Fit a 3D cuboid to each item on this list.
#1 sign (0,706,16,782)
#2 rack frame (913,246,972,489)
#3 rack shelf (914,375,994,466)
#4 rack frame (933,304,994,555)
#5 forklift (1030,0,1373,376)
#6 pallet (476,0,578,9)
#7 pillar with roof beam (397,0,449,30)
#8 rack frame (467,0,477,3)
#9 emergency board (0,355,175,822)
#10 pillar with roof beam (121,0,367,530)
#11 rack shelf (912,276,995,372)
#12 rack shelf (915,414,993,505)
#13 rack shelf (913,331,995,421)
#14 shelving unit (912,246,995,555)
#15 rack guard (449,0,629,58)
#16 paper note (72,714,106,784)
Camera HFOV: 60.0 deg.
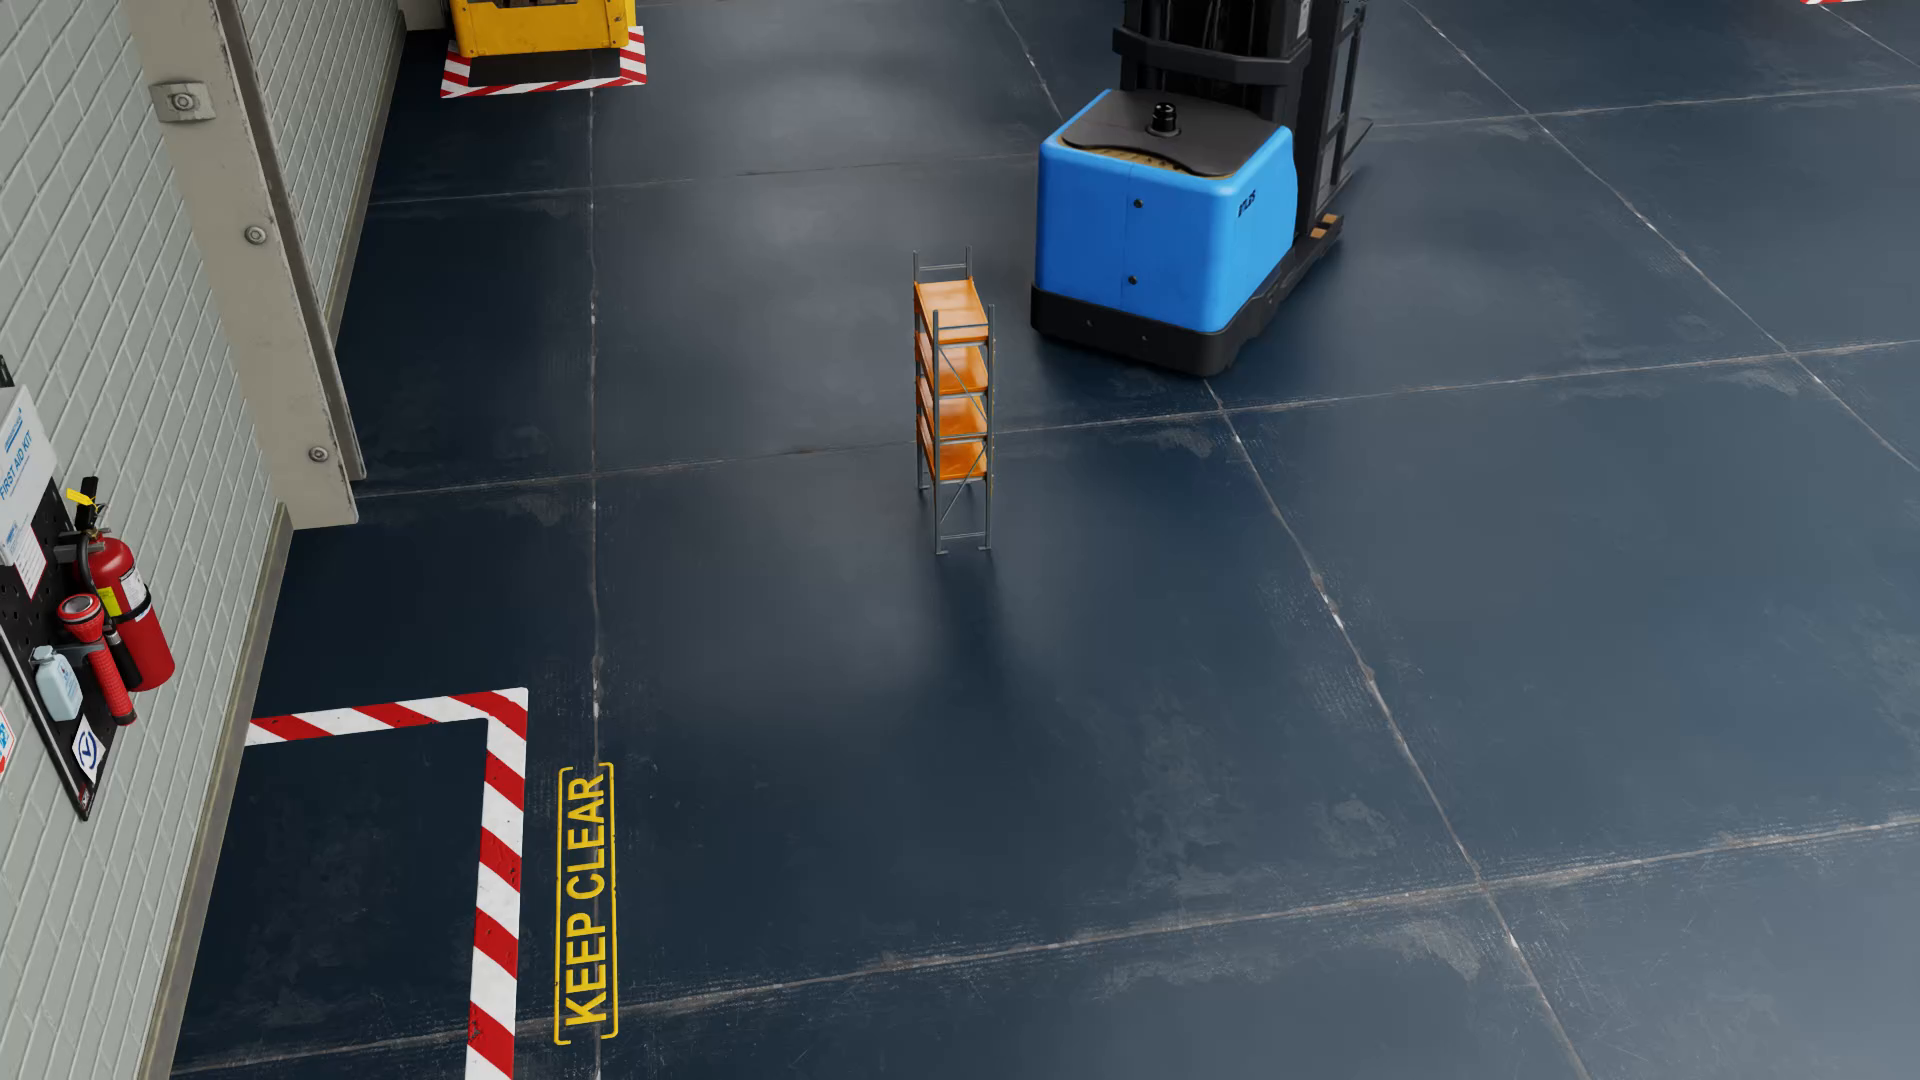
[{"bbox_3d":[-2.458,0.466,4.177,0.001,0.329,0.234,-6,38,-8],"label":"sign"},{"bbox_3d":[-0.072,-0.721,7.200,0.240,1.200,0.015,-6,38,-8],"label":"rack frame"},{"bbox_3d":[-0.029,-0.521,7.052,0.258,0.148,0.480,-6,38,-8],"label":"rack shelf"},{"bbox_3d":[0.014,-0.426,6.821,0.240,1.200,0.015,-6,38,-8],"label":"rack frame"},{"bbox_3d":[1.513,-2.851,8.530,1.130,2.935,3.031,19,42,22],"label":"forklift"},{"bbox_3d":[-3.047,-4.096,12.350,1.003,0.211,1.213,-6,38,-8],"label":"pallet"},{"bbox_3d":[0.338,-7.818,9.979,9.100,9.000,0.400,-6,38,-8],"label":"pillar with roof beam"},{"bbox_3d":[-2.926,-4.656,10.799,1.000,3.000,0.127,-6,38,-8],"label":"rack frame"},{"bbox_3d":[-2.453,0.135,4.632,0.194,1.169,0.643,-6,38,-8],"label":"emergency board"},{"bbox_3d":[1.390,-4.194,5.314,9.100,9.000,0.400,-6,38,-8],"label":"pillar with roof beam"},{"bbox_3d":[-0.029,-0.884,6.770,0.258,0.148,0.480,-6,38,-8],"label":"rack shelf"},{"bbox_3d":[-0.029,-0.364,7.174,0.258,0.148,0.480,-6,38,-8],"label":"rack shelf"},{"bbox_3d":[-0.029,-0.697,6.915,0.258,0.148,0.480,-6,38,-8],"label":"rack shelf"},{"bbox_3d":[-0.029,-0.574,7.011,0.258,1.200,0.503,-6,38,-8],"label":"shelving unit"},{"bbox_3d":[-2.940,-3.715,11.625,1.175,0.500,0.348,-6,38,-8],"label":"rack guard"},{"bbox_3d":[-2.490,0.597,4.755,0.016,0.148,0.142,-6,38,-8],"label":"paper note"}]
